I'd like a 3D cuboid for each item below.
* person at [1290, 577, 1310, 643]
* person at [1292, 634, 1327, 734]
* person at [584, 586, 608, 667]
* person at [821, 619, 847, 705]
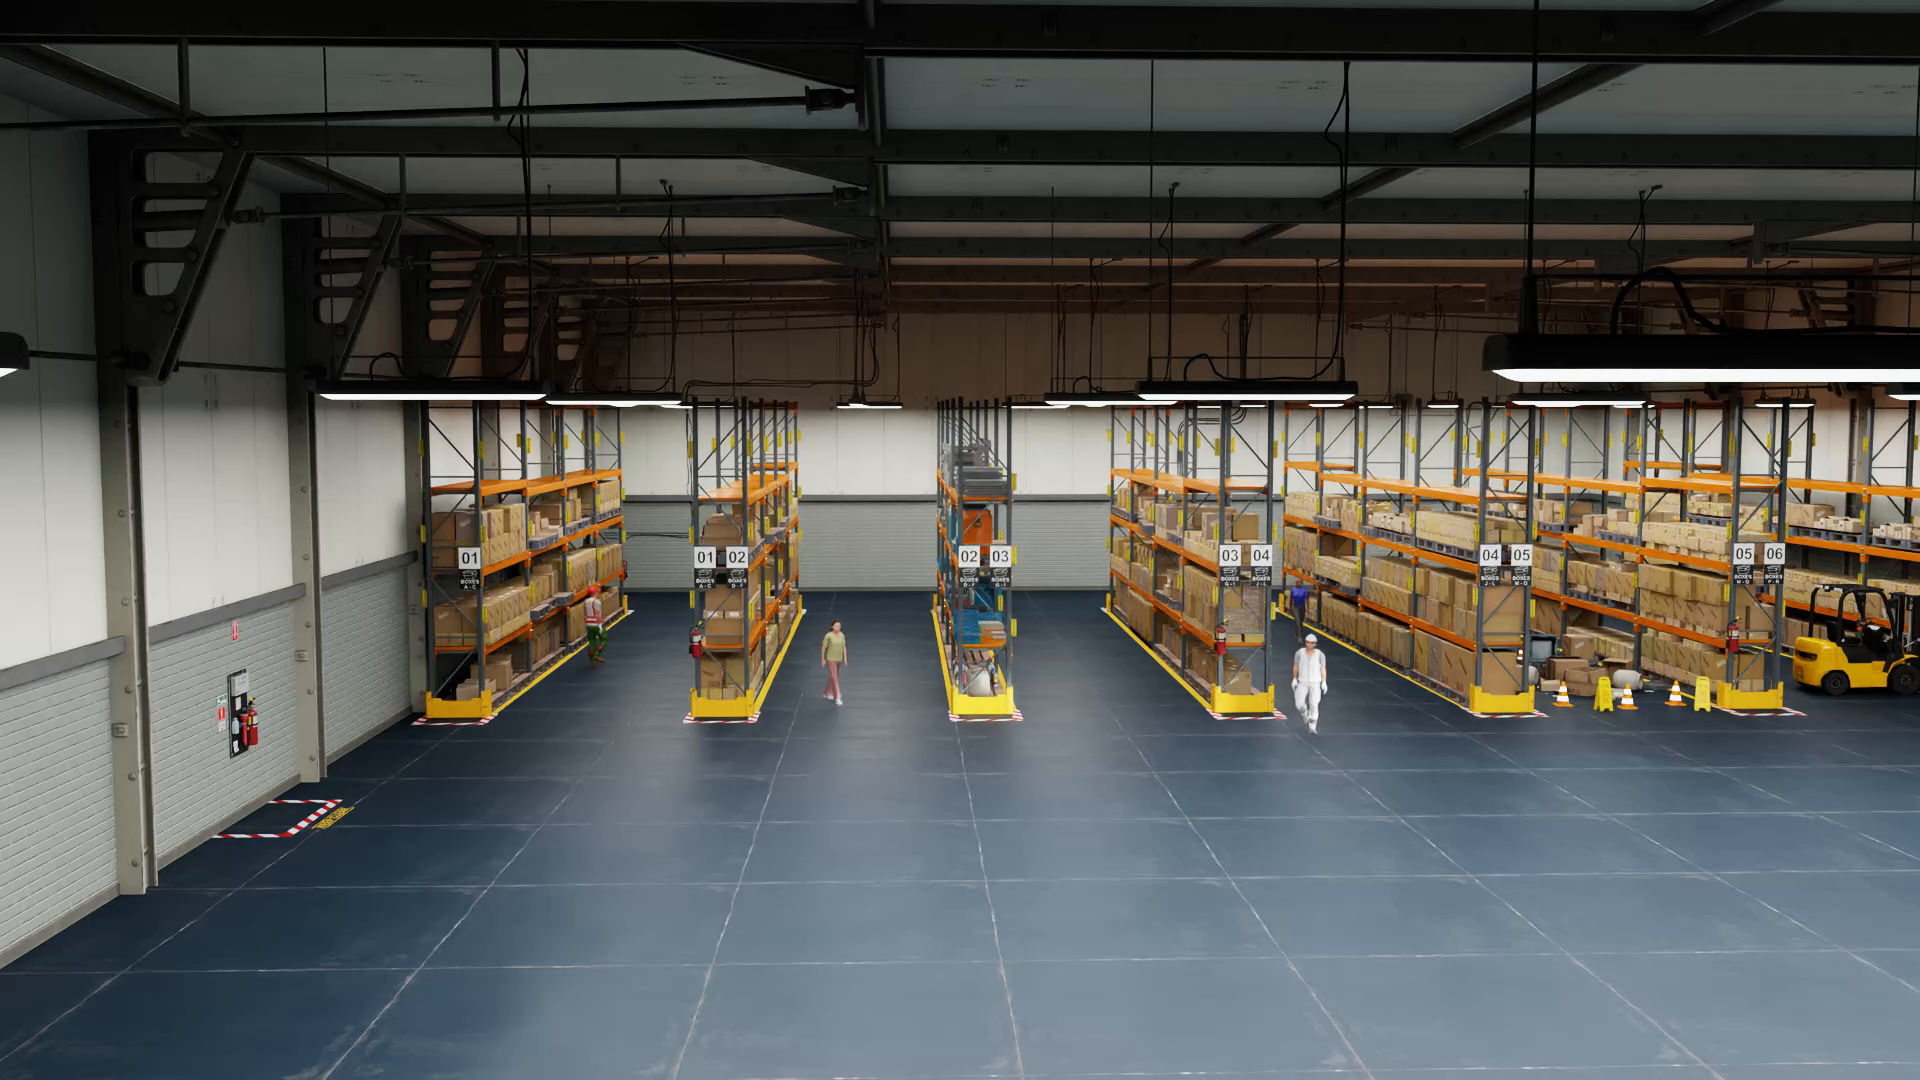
[{"bbox_3d":[8.436,1.720,41.268,0.427,1.594,1.033,0,4,-4],"label":"person"},{"bbox_3d":[6.246,2.538,29.664,0.627,1.777,0.587,1,5,18],"label":"person"},{"bbox_3d":[-8.236,1.939,37.387,0.570,1.779,0.499,1,5,16],"label":"person"},{"bbox_3d":[-2.442,2.366,32.633,0.491,1.617,0.928,-4,6,-42],"label":"person"}]
